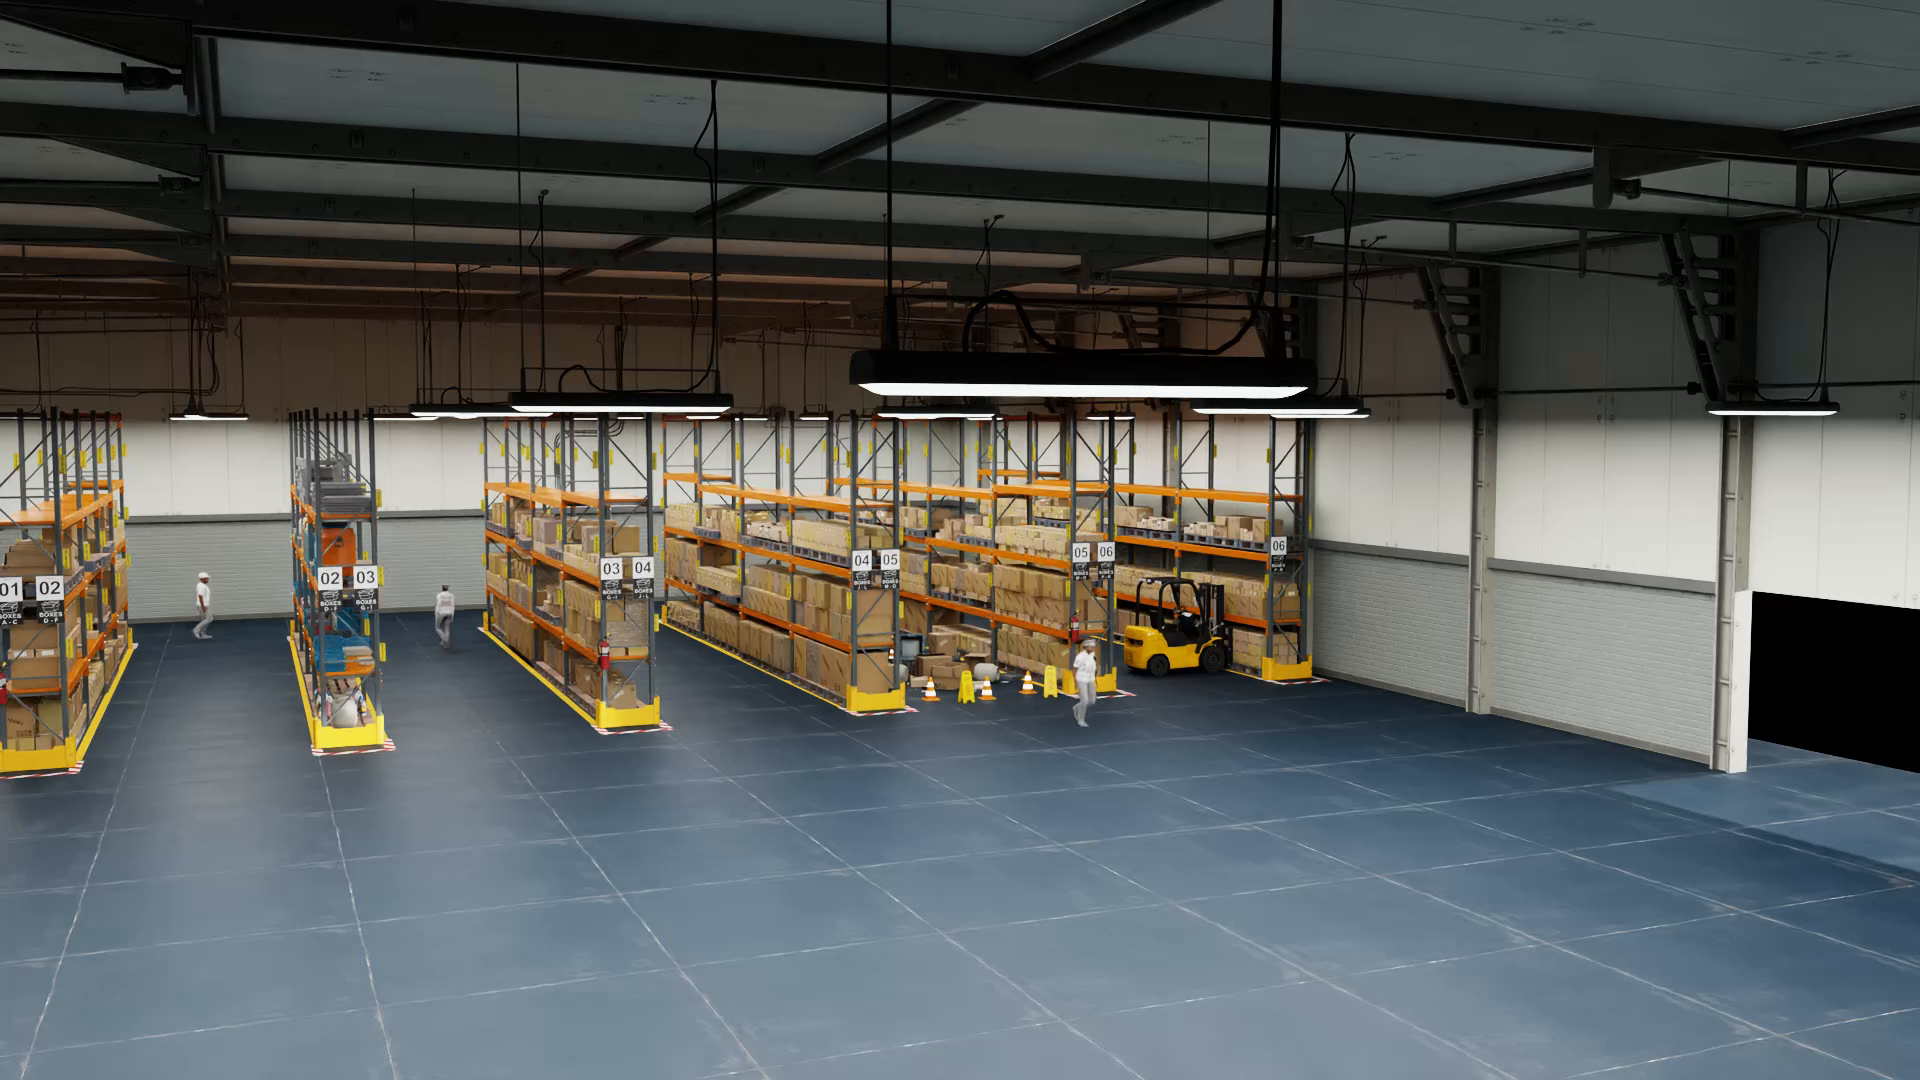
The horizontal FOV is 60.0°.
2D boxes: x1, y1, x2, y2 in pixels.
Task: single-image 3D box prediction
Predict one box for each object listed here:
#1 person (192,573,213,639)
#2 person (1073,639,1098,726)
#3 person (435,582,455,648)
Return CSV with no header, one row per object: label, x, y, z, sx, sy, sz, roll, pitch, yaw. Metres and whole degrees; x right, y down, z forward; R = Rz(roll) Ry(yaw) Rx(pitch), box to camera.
person,-20.060,1.746,43.965,0.504,1.764,0.609,-2,5,-29
person,2.327,2.693,31.653,0.510,1.654,0.563,-4,5,-42
person,-13.075,1.923,42.260,0.517,1.669,0.463,-3,5,-39
